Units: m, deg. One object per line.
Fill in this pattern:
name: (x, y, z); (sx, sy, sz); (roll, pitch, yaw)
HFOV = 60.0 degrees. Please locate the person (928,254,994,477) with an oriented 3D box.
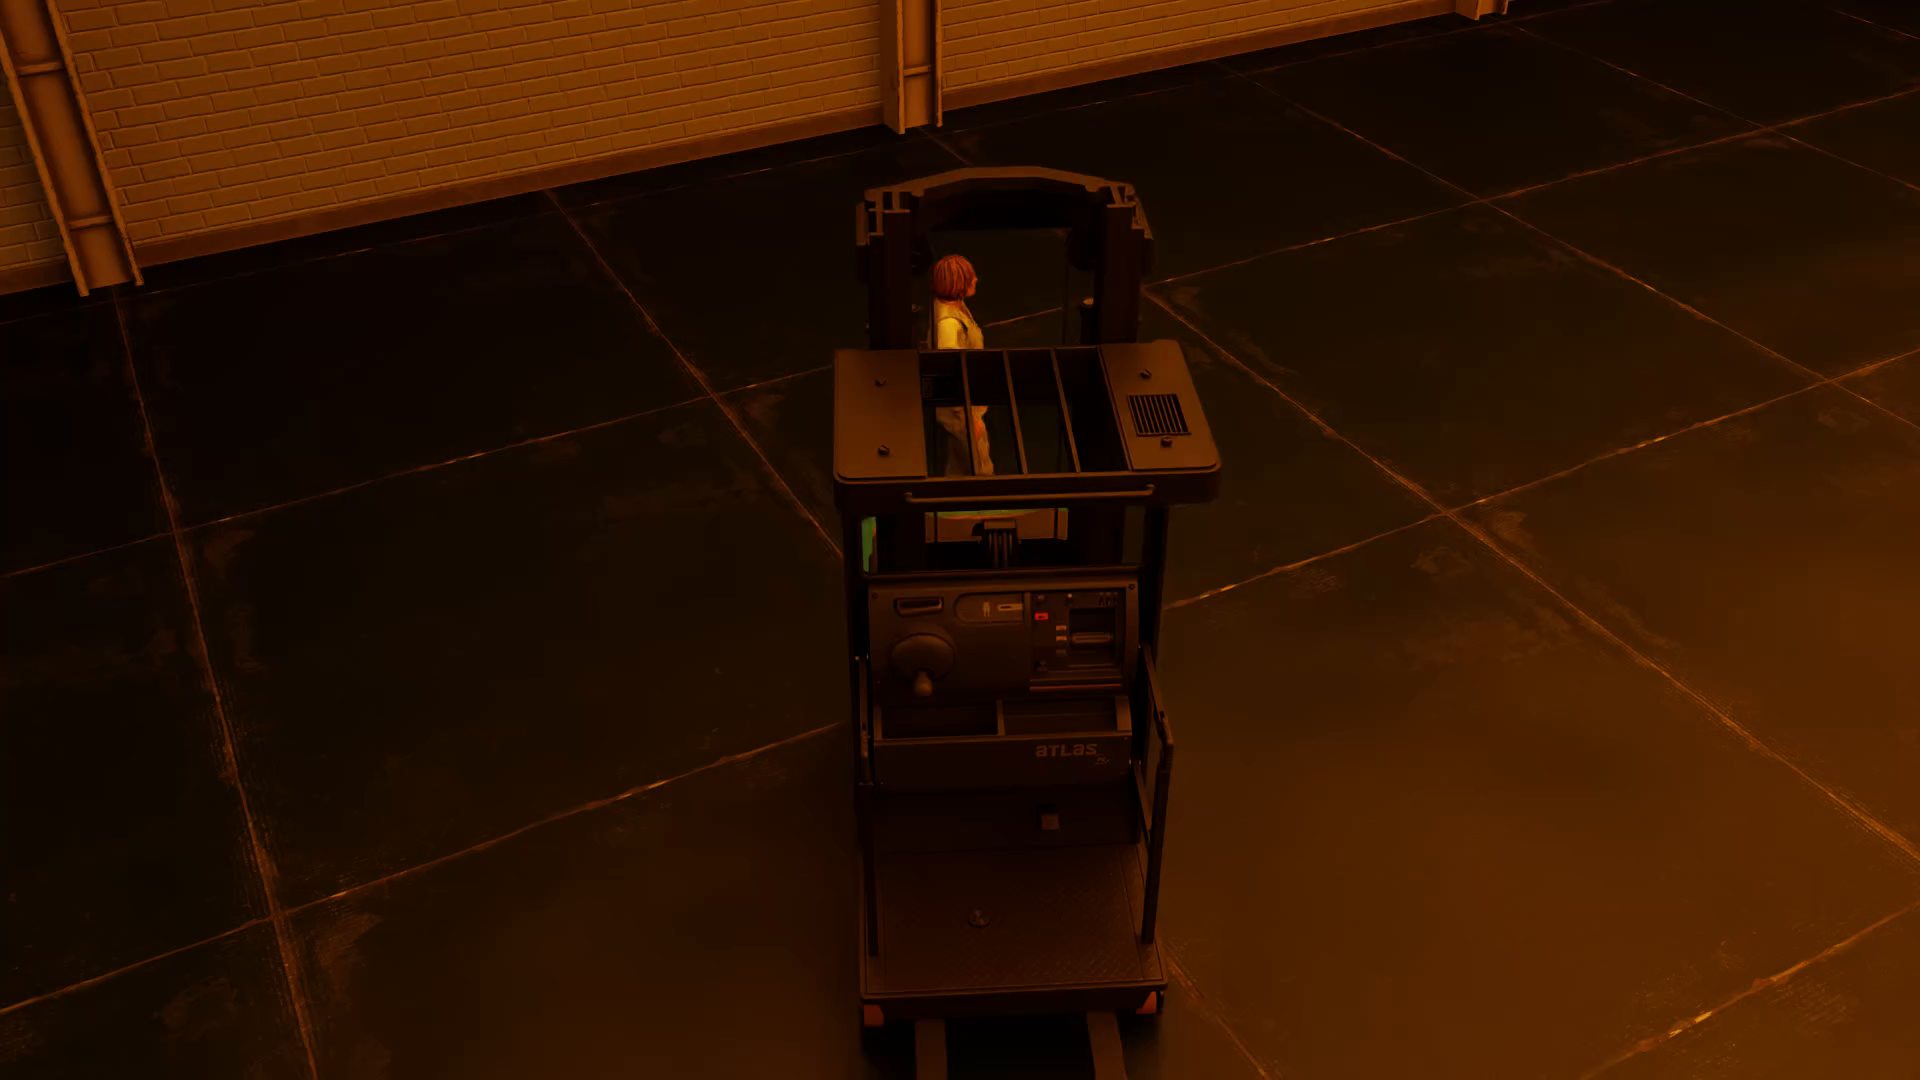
person: (0.113, -0.662, 8.205); (0.530, 1.600, 0.503); (-2, 35, -3)

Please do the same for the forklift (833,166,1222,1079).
forklift: (0.166, 0.398, 5.560); (1.130, 2.935, 3.031); (-2, 35, -3)
